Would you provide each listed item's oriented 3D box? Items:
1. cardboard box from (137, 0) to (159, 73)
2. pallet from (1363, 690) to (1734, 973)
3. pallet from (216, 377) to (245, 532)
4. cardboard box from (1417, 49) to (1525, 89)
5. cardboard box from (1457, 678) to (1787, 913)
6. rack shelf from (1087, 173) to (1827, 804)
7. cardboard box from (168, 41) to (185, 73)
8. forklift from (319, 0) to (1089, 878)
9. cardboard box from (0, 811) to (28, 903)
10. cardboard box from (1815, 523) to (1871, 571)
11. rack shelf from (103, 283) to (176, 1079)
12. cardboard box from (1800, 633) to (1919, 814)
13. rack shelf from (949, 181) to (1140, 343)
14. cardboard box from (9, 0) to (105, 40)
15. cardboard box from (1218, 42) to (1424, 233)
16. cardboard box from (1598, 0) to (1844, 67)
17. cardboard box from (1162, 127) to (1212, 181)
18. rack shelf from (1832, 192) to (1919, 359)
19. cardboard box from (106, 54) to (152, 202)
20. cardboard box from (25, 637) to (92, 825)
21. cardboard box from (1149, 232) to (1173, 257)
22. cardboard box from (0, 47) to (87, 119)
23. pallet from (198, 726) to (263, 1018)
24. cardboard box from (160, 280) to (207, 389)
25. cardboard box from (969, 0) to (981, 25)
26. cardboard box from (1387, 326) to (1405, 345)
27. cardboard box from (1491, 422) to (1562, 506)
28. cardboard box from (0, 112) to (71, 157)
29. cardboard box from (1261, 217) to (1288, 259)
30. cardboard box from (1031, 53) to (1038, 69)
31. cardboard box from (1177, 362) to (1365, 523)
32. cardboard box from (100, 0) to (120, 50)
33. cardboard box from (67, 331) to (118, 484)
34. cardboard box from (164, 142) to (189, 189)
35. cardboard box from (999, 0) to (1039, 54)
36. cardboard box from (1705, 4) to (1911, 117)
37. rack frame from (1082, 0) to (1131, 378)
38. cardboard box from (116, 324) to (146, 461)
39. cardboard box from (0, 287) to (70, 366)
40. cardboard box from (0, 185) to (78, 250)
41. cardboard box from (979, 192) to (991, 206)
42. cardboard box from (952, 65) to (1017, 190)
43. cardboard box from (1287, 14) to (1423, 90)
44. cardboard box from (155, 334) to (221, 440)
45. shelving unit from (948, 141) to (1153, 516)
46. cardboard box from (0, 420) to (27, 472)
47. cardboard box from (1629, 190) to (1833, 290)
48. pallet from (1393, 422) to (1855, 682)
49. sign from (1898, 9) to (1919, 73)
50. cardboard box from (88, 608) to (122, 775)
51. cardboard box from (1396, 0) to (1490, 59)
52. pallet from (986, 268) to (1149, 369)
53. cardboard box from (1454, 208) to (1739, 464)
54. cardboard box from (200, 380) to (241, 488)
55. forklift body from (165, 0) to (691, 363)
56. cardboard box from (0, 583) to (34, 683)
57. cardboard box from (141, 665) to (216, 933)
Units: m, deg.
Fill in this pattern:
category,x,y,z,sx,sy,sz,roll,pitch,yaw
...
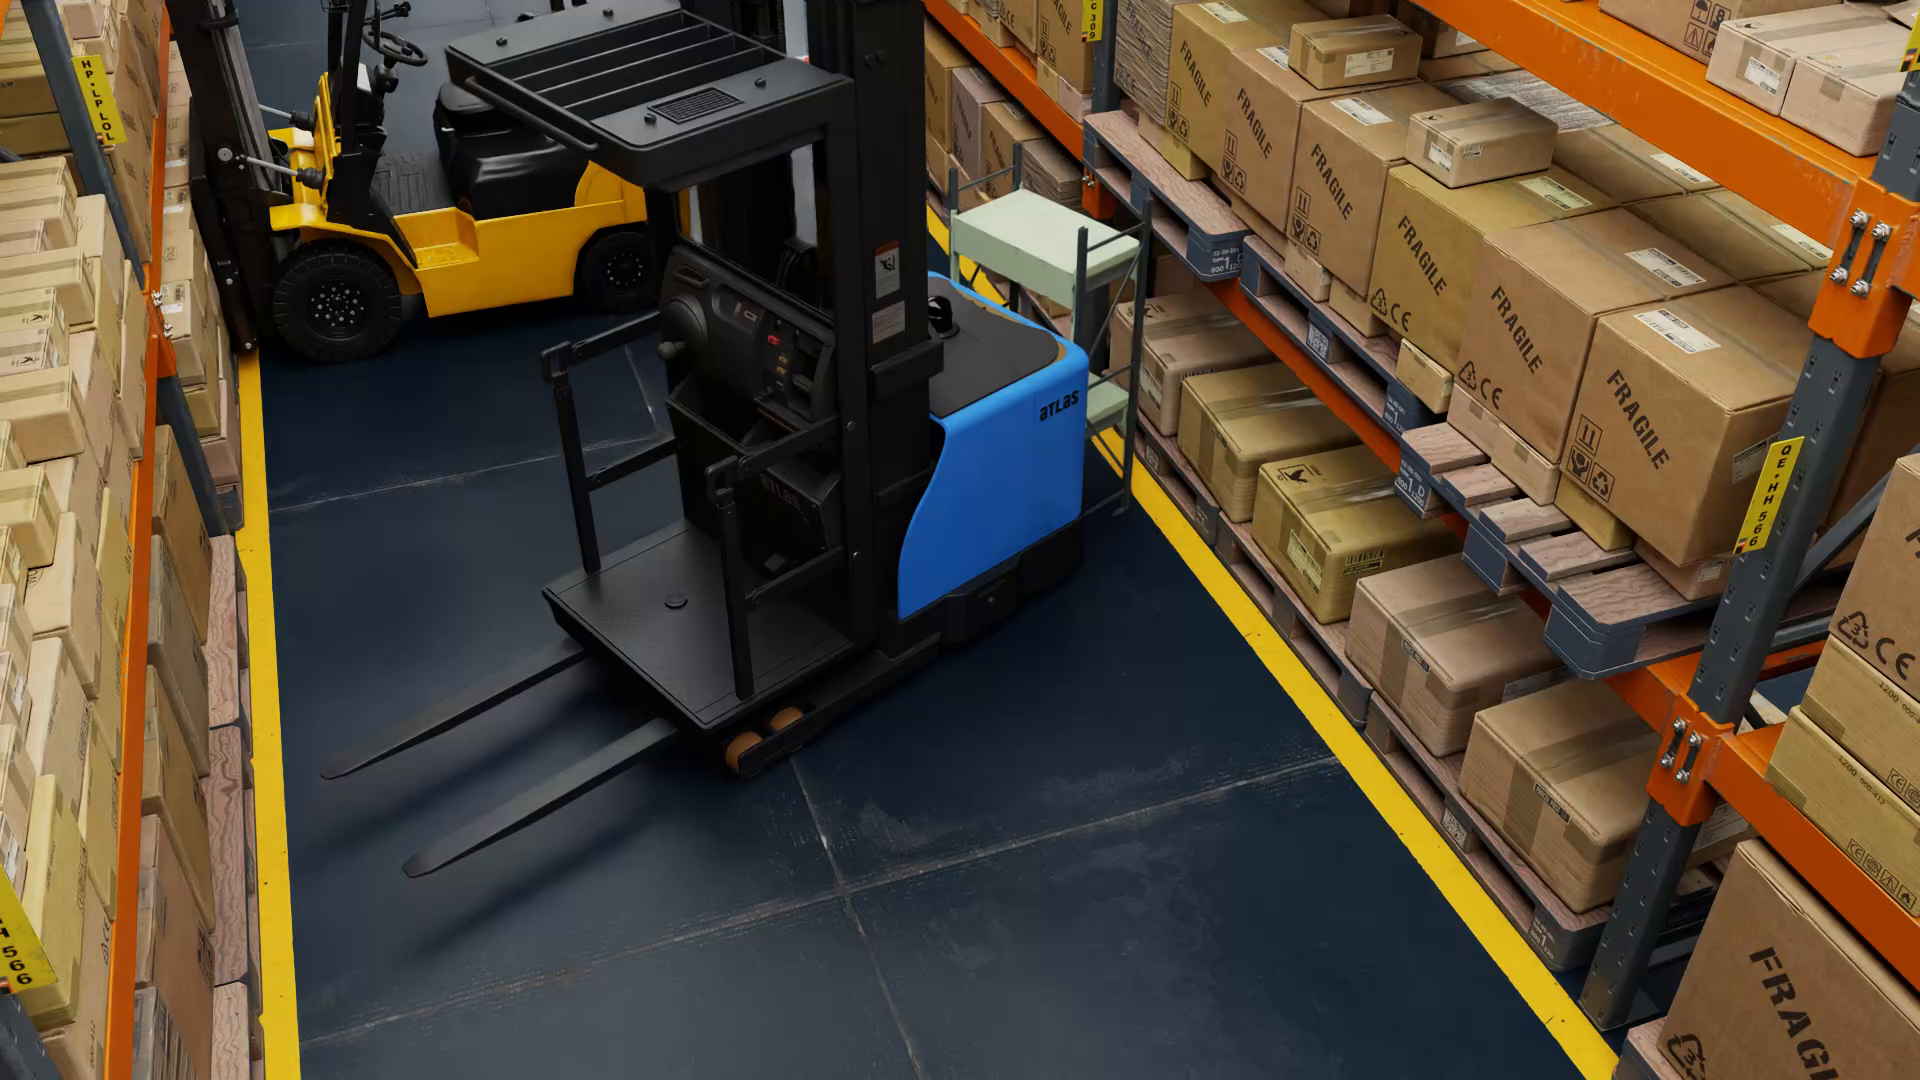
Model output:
category,x,y,z,sx,sy,sz,roll,pitch,yaw
cardboard box,-4.198,-2.512,8.009,0.500,0.500,0.500,-13,39,-17
pallet,2.184,0.881,5.905,1.003,0.211,1.213,-12,39,-16
pallet,-3.818,-0.365,7.559,1.003,0.211,1.213,-12,39,-16
cardboard box,1.793,-1.591,6.190,0.500,0.500,0.500,-11,38,-14
cardboard box,2.267,0.770,5.570,0.950,0.372,0.625,-15,40,-19
rack shelf,1.763,-0.633,6.196,1.077,0.370,4.000,-12,39,-16
cardboard box,-4.509,-2.554,9.252,0.500,0.250,0.500,-11,38,-14
forklift,-0.905,-0.657,5.686,3.031,2.935,1.130,-29,46,-33
cardboard box,-2.041,0.699,3.207,0.380,0.149,0.250,-11,38,-15
cardboard box,2.514,-0.080,4.723,0.380,0.149,0.250,-15,39,-19
rack shelf,-2.896,0.396,4.829,1.077,0.370,4.000,-12,39,-16
cardboard box,2.394,0.407,3.926,0.500,0.250,0.500,-13,39,-16
rack shelf,0.355,-1.137,6.865,0.431,0.370,0.720,-29,46,-33
cardboard box,-3.678,-2.118,6.699,0.380,0.149,0.250,-12,39,-15
cardboard box,1.297,-1.488,6.053,0.500,0.500,0.500,-13,39,-16
cardboard box,2.135,-1.567,4.260,0.700,0.500,0.500,-12,39,-16
cardboard box,1.046,-1.597,6.737,0.380,0.149,0.250,-12,39,-15
rack shelf,3.140,0.428,2.293,1.077,0.370,4.000,-12,39,-16
cardboard box,-3.686,-1.656,6.873,0.500,0.500,0.500,-12,39,-15
cardboard box,-2.302,0.515,3.783,0.500,0.250,0.500,-11,38,-15
cardboard box,1.126,-1.809,8.471,0.500,0.500,0.500,-11,38,-14
cardboard box,-3.415,-1.680,6.118,0.380,0.149,0.250,-12,39,-15
pallet,-2.870,1.191,5.493,1.003,0.211,1.213,-12,39,-16
cardboard box,-3.456,-0.828,6.961,0.500,0.250,0.500,-13,39,-17
cardboard box,0.266,-2.793,8.673,0.380,0.149,0.250,-13,39,-17
cardboard box,1.674,-0.729,5.584,0.380,0.149,0.250,-12,39,-16
cardboard box,1.829,-0.264,4.968,0.380,0.149,0.250,-13,39,-16
cardboard box,-3.447,-1.554,6.198,0.380,0.149,0.250,-13,39,-17
cardboard box,1.348,-1.159,6.156,0.380,0.149,0.250,-12,39,-16
cardboard box,0.570,-2.372,8.114,0.380,0.149,0.250,-12,39,-16
cardboard box,1.509,-0.468,7.213,0.950,0.372,0.625,-10,38,-13
cardboard box,-3.757,-2.145,6.982,0.380,0.149,0.250,-13,39,-16
cardboard box,-2.821,-0.357,4.940,0.500,0.250,0.500,-12,39,-15
cardboard box,-3.978,-1.696,8.113,0.500,0.250,0.500,-13,39,-17
cardboard box,0.505,-2.698,8.009,0.500,0.500,0.500,-11,38,-14
cardboard box,2.053,-1.162,4.015,0.380,0.149,0.250,-12,39,-16
rack frame,1.075,-2.051,7.479,1.000,3.000,0.127,-12,39,-16
cardboard box,-2.987,-0.448,5.476,0.500,0.250,0.500,-13,39,-16
cardboard box,-2.871,-0.600,4.931,0.380,0.149,0.250,-13,39,-17
cardboard box,-3.152,-1.031,5.503,0.380,0.149,0.250,-13,39,-17
cardboard box,0.427,-1.697,8.946,0.500,0.250,0.500,-13,39,-17
cardboard box,0.266,-2.273,9.088,0.500,0.500,0.500,-10,38,-14
cardboard box,1.375,-1.705,5.802,0.380,0.149,0.250,-10,38,-13
cardboard box,-3.461,-0.627,7.110,0.500,0.250,0.500,-13,39,-16
shelving unit,0.355,-0.826,7.100,0.431,1.500,0.755,-29,46,-33
cardboard box,-2.675,-0.155,4.341,0.380,0.149,0.250,-12,39,-16
cardboard box,2.328,-0.713,5.023,0.500,0.500,0.500,-11,38,-14
pallet,2.106,-0.095,5.042,1.213,0.211,1.003,-12,39,-16
sign,1.941,-1.084,3.274,0.100,0.325,0.005,-12,39,-16
cardboard box,-2.483,0.423,4.320,0.500,0.250,0.500,-14,39,-17
cardboard box,1.812,-1.886,6.042,0.380,0.149,0.250,-14,39,-18
pallet,0.811,-1.309,8.812,1.003,0.211,1.213,-12,39,-16
cardboard box,1.846,-0.606,4.883,0.500,0.500,0.500,-13,39,-17
cardboard box,-3.440,-0.432,7.267,0.500,0.250,0.500,-12,39,-15
forklift body,-2.595,-2.248,8.447,2.313,2.155,1.214,-12,39,-16
cardboard box,-2.348,0.263,3.785,0.380,0.149,0.250,-12,39,-15
cardboard box,-2.874,0.917,5.165,0.875,0.625,0.625,-14,39,-18
